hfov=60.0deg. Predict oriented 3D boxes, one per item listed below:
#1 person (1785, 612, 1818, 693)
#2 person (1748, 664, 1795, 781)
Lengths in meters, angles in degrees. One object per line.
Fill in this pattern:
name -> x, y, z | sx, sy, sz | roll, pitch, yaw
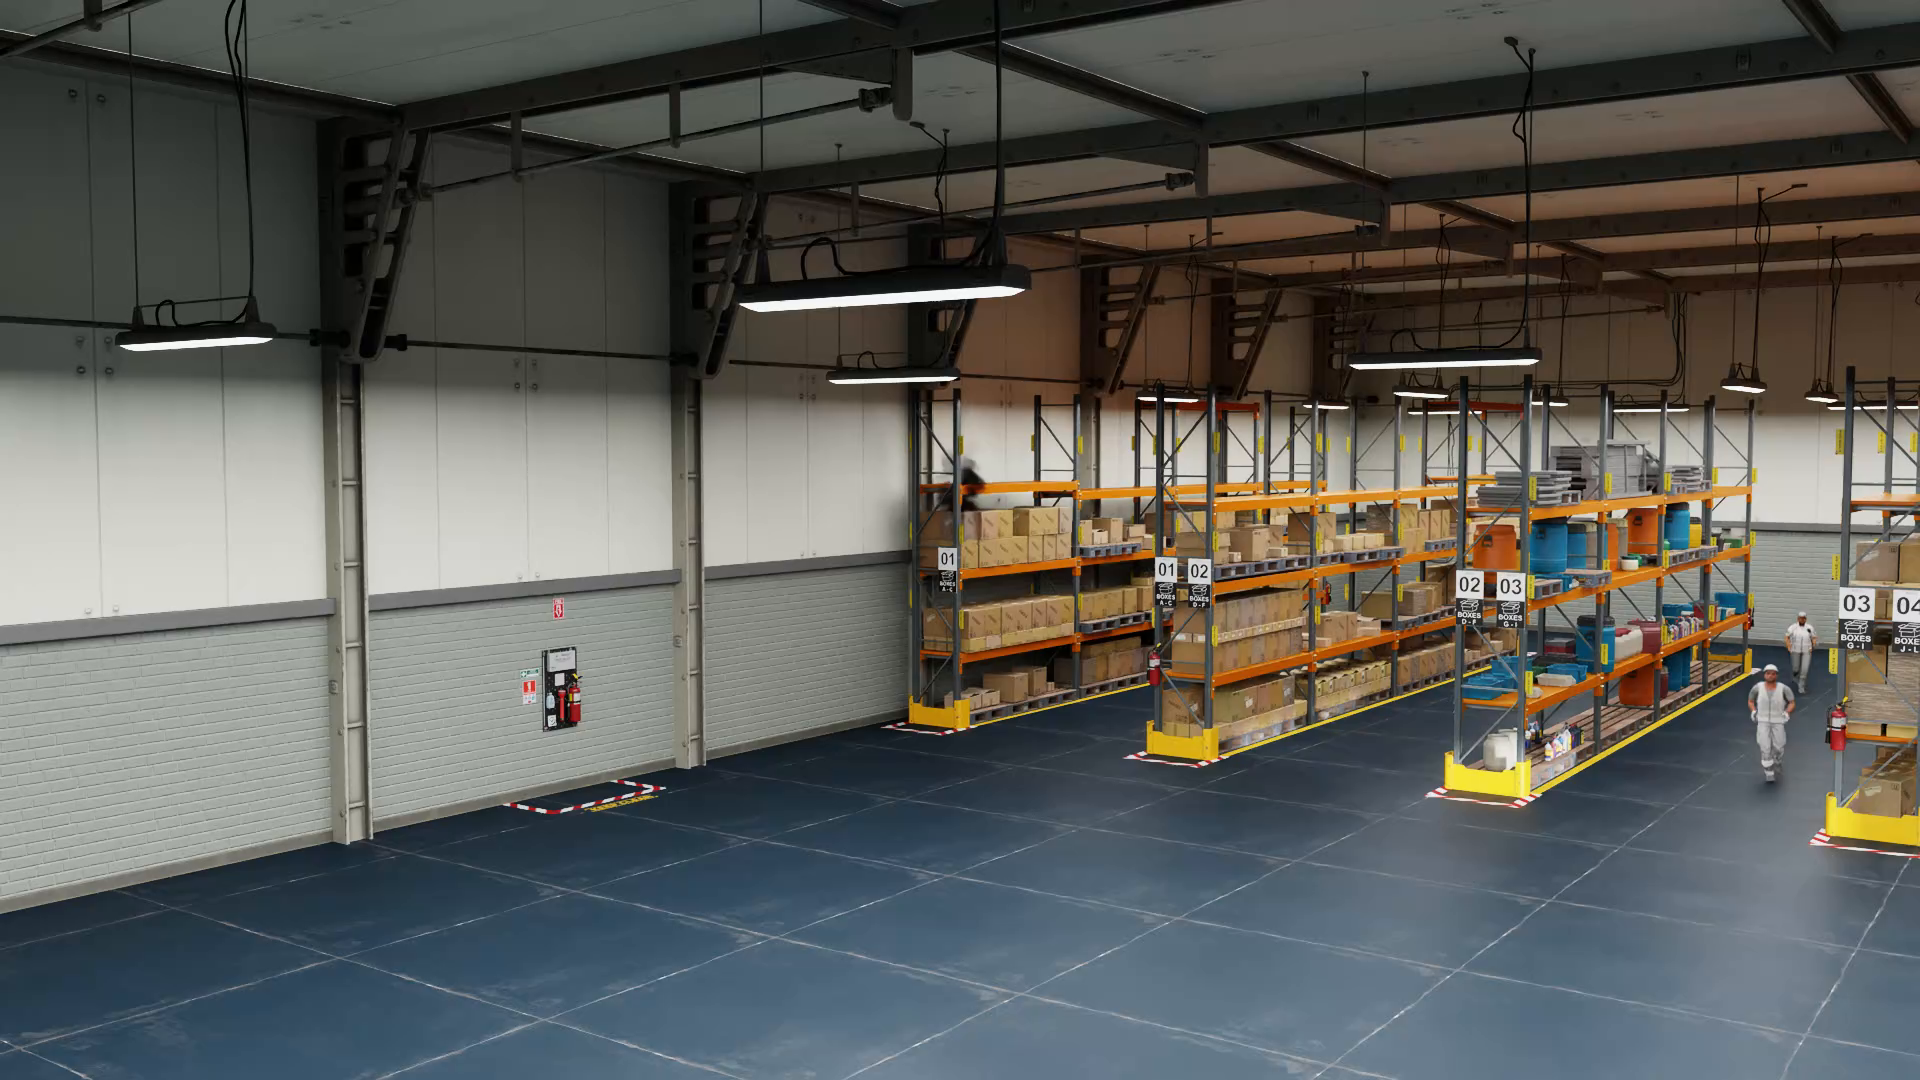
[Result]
person -> 17.118, 2.276, 33.844 | 0.609, 1.634, 0.627 | 1, 4, 23
person -> 12.062, 2.718, 24.744 | 0.636, 1.741, 0.586 | 2, 4, 29
